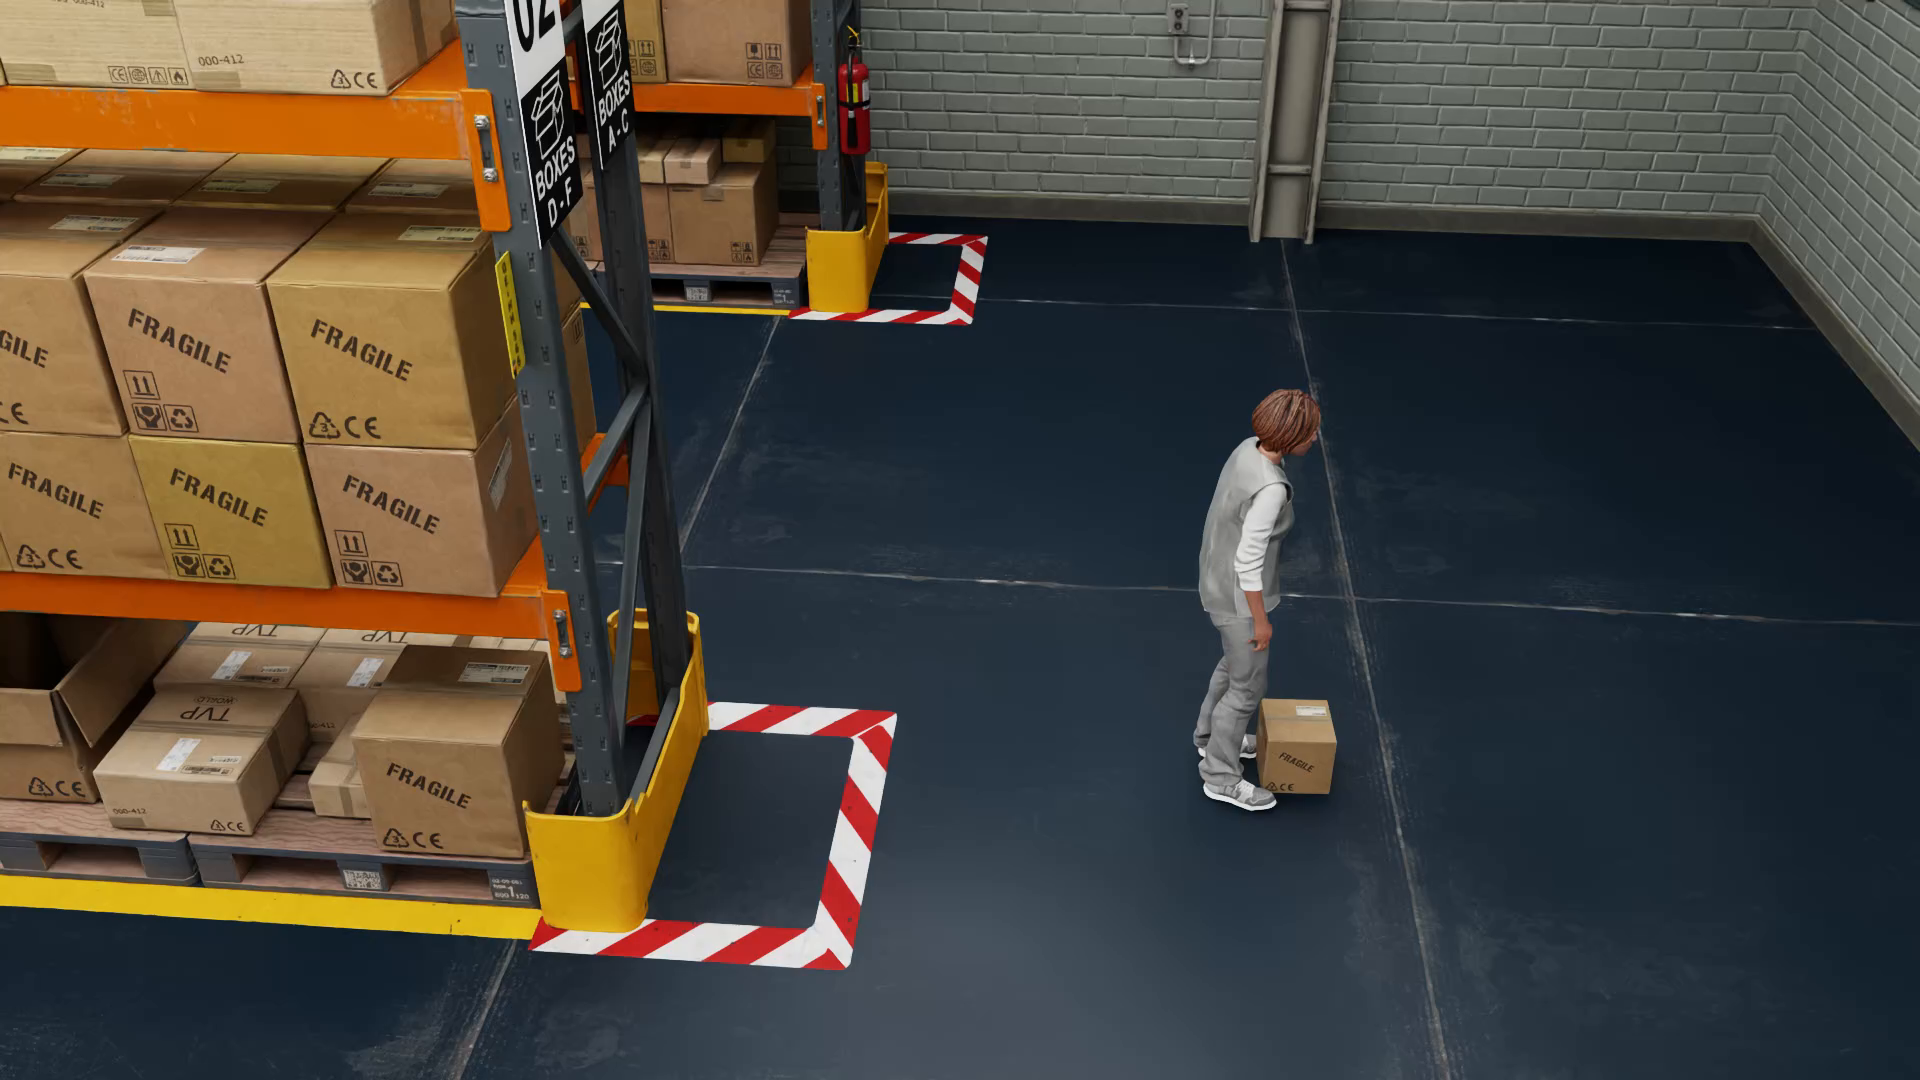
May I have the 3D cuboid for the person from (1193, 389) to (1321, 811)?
[{"bbox_3d":[1.013,0.195,5.841,0.350,1.591,0.471,2,32,3],"label":"person"}]
